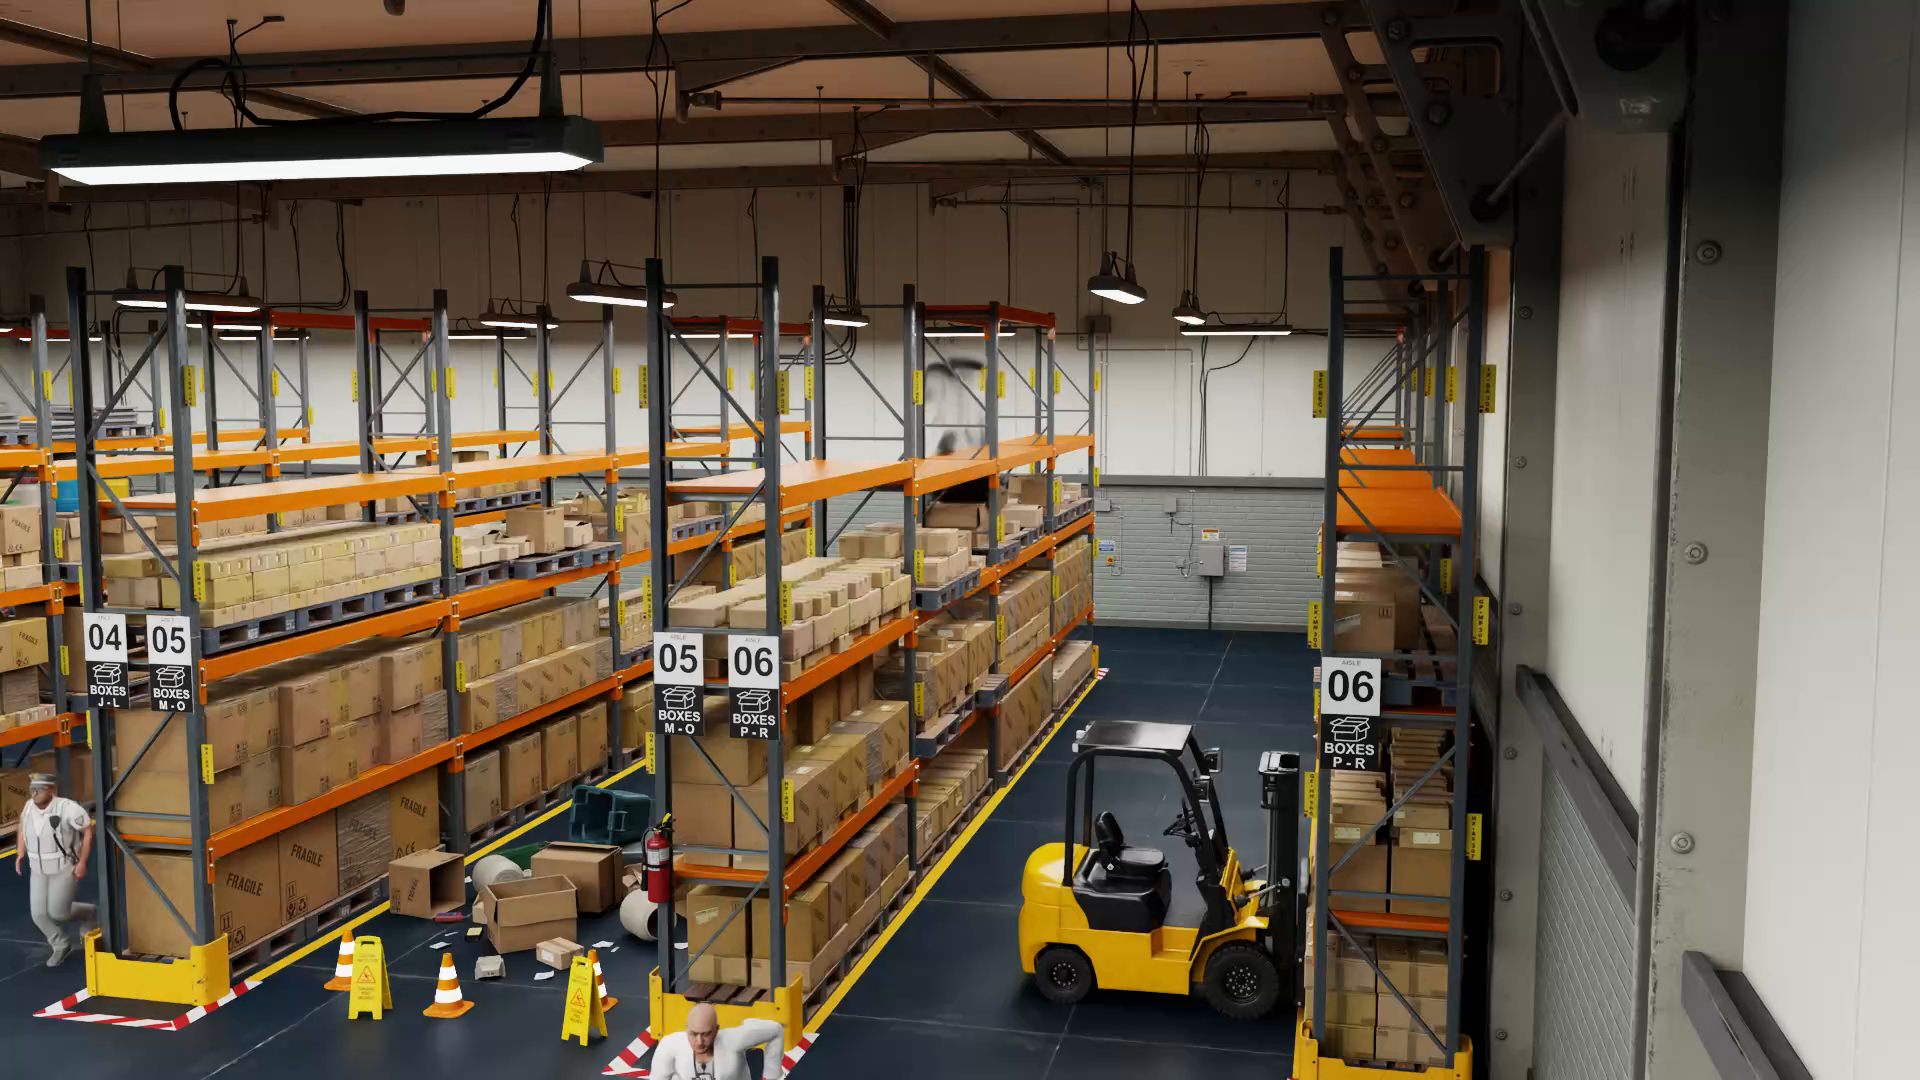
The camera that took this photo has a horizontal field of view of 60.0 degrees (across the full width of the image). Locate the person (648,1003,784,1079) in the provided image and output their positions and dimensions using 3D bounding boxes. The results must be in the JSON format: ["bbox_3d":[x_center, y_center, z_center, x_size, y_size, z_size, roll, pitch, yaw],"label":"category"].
[{"bbox_3d":[-1.386,3.394,9.625,0.746,1.733,1.073,0,6,4],"label":"person"}]

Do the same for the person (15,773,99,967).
[{"bbox_3d":[-7.948,2.855,14.666,0.682,1.735,0.644,1,6,7],"label":"person"}]
